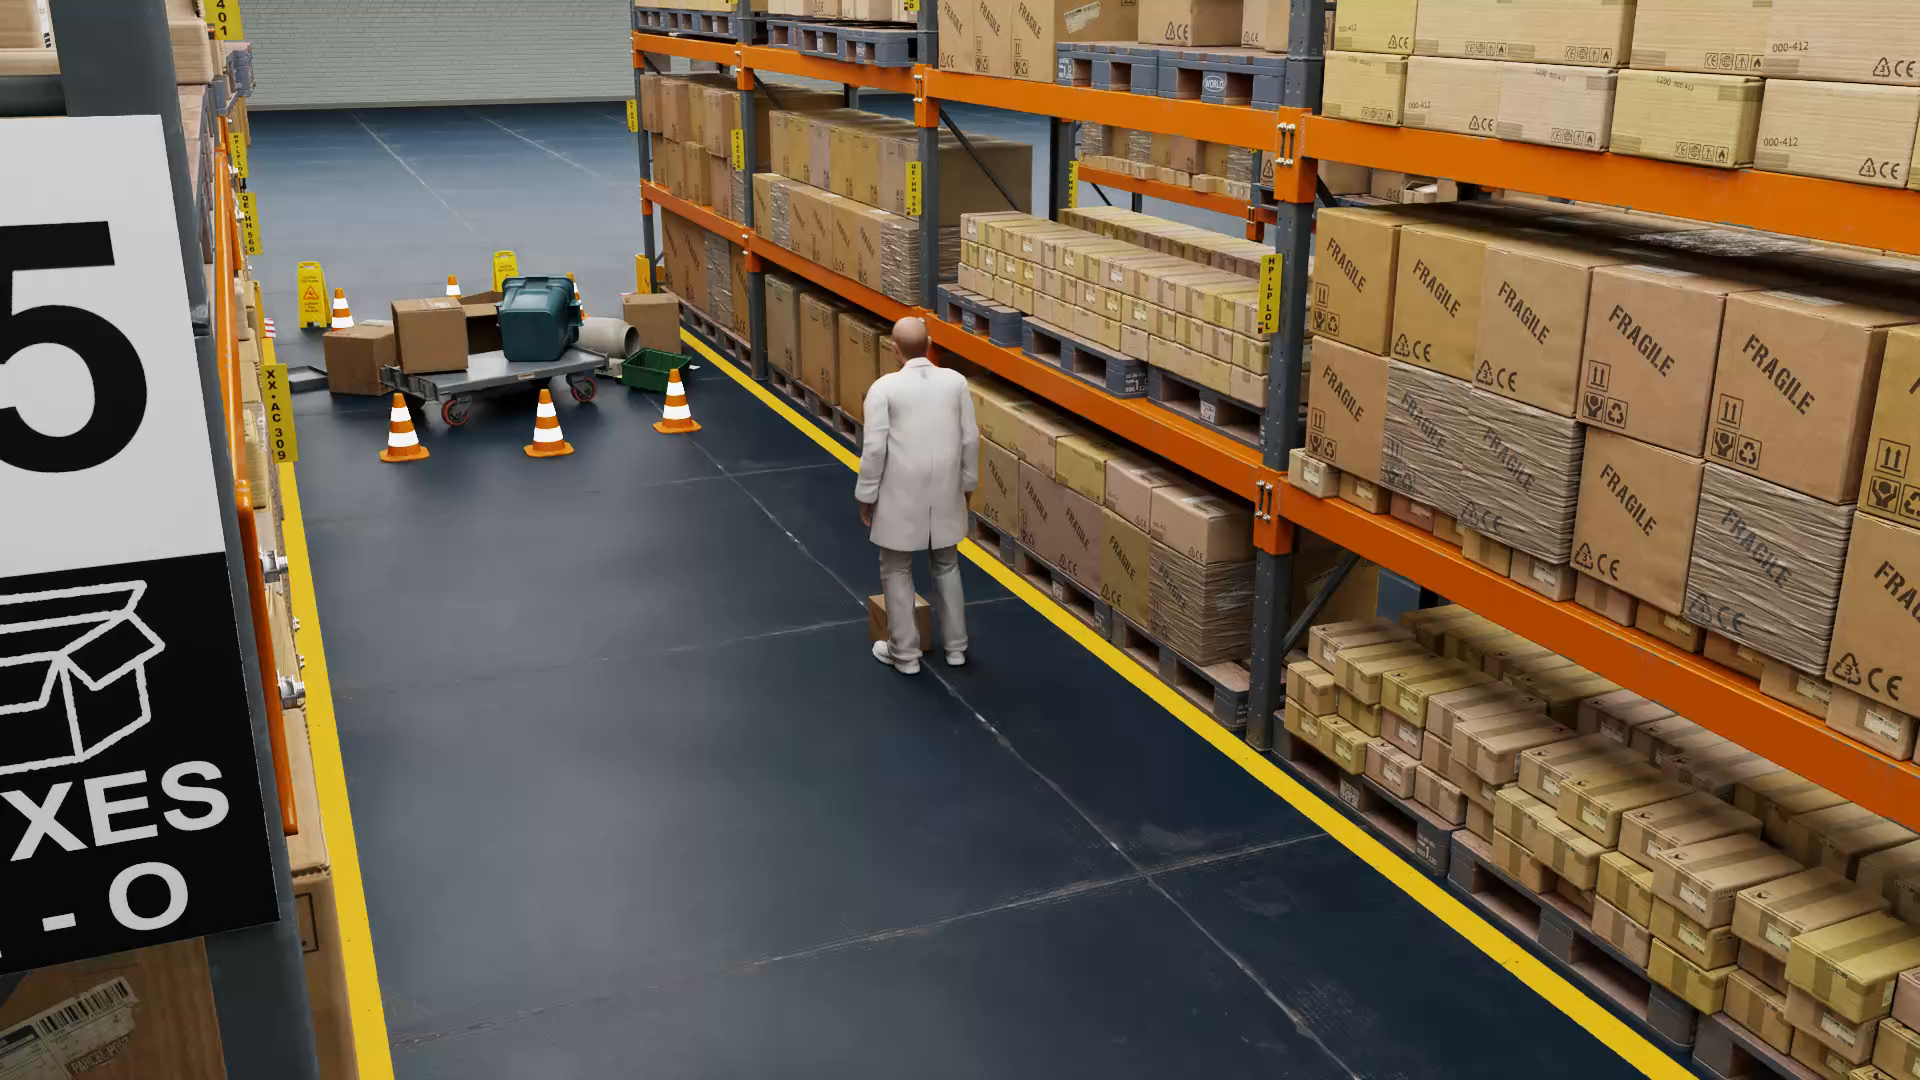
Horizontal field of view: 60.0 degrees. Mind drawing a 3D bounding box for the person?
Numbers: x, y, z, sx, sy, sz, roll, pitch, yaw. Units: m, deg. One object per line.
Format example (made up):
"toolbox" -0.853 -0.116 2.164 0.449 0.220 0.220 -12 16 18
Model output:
"person" -0.206 -0.221 8.242 0.644 1.774 0.424 -7 20 -21
